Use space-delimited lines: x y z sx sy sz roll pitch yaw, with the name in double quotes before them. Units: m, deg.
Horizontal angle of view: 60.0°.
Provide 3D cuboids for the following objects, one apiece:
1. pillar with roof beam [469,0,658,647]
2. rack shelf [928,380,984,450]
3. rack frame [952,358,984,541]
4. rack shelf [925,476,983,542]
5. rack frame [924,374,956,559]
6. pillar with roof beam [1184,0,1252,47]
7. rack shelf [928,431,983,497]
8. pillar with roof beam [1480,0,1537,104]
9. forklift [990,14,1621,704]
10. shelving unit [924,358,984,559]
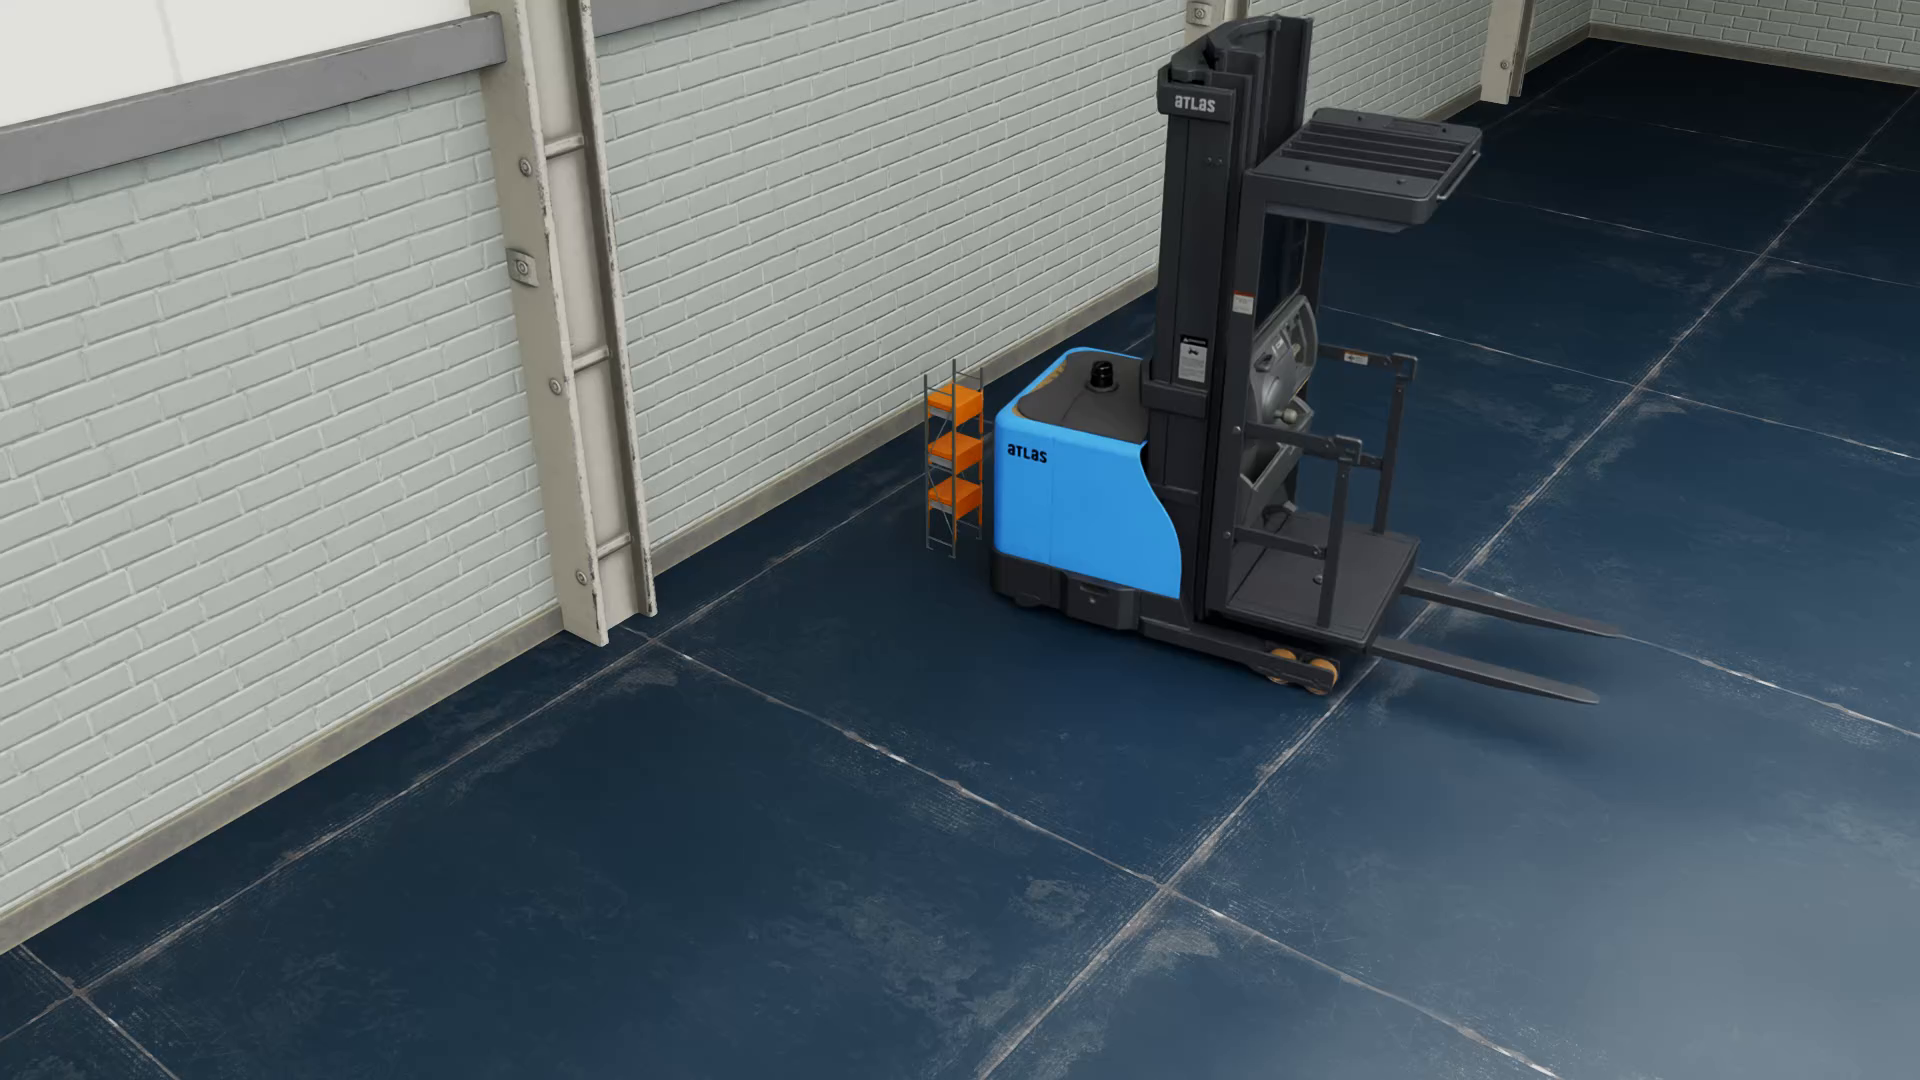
"pillar with roof beam" 1.628 -2.137 4.030 9.100 9.000 0.400 21 37 31
"rack shelf" -0.032 -0.665 8.806 0.215 0.259 0.240 21 37 31
"rack frame" 0.041 -0.479 9.029 0.200 1.050 0.008 21 37 31
"rack shelf" -0.032 -0.182 9.093 0.215 0.259 0.240 21 37 31
"rack frame" -0.106 -0.380 8.862 0.200 1.050 0.008 21 37 31
"pillar with roof beam" 5.250 -4.576 8.145 9.100 9.000 0.400 21 37 31
"rack shelf" -0.032 -0.421 8.951 0.215 0.259 0.240 21 37 31
"pillar with roof beam" 8.872 -7.015 12.260 9.100 9.000 0.400 21 37 31
"forklift" 1.707 -0.829 7.774 3.031 2.935 1.130 15 34 23
"shelving unit" -0.032 -0.430 8.946 0.215 1.050 0.252 21 37 31
